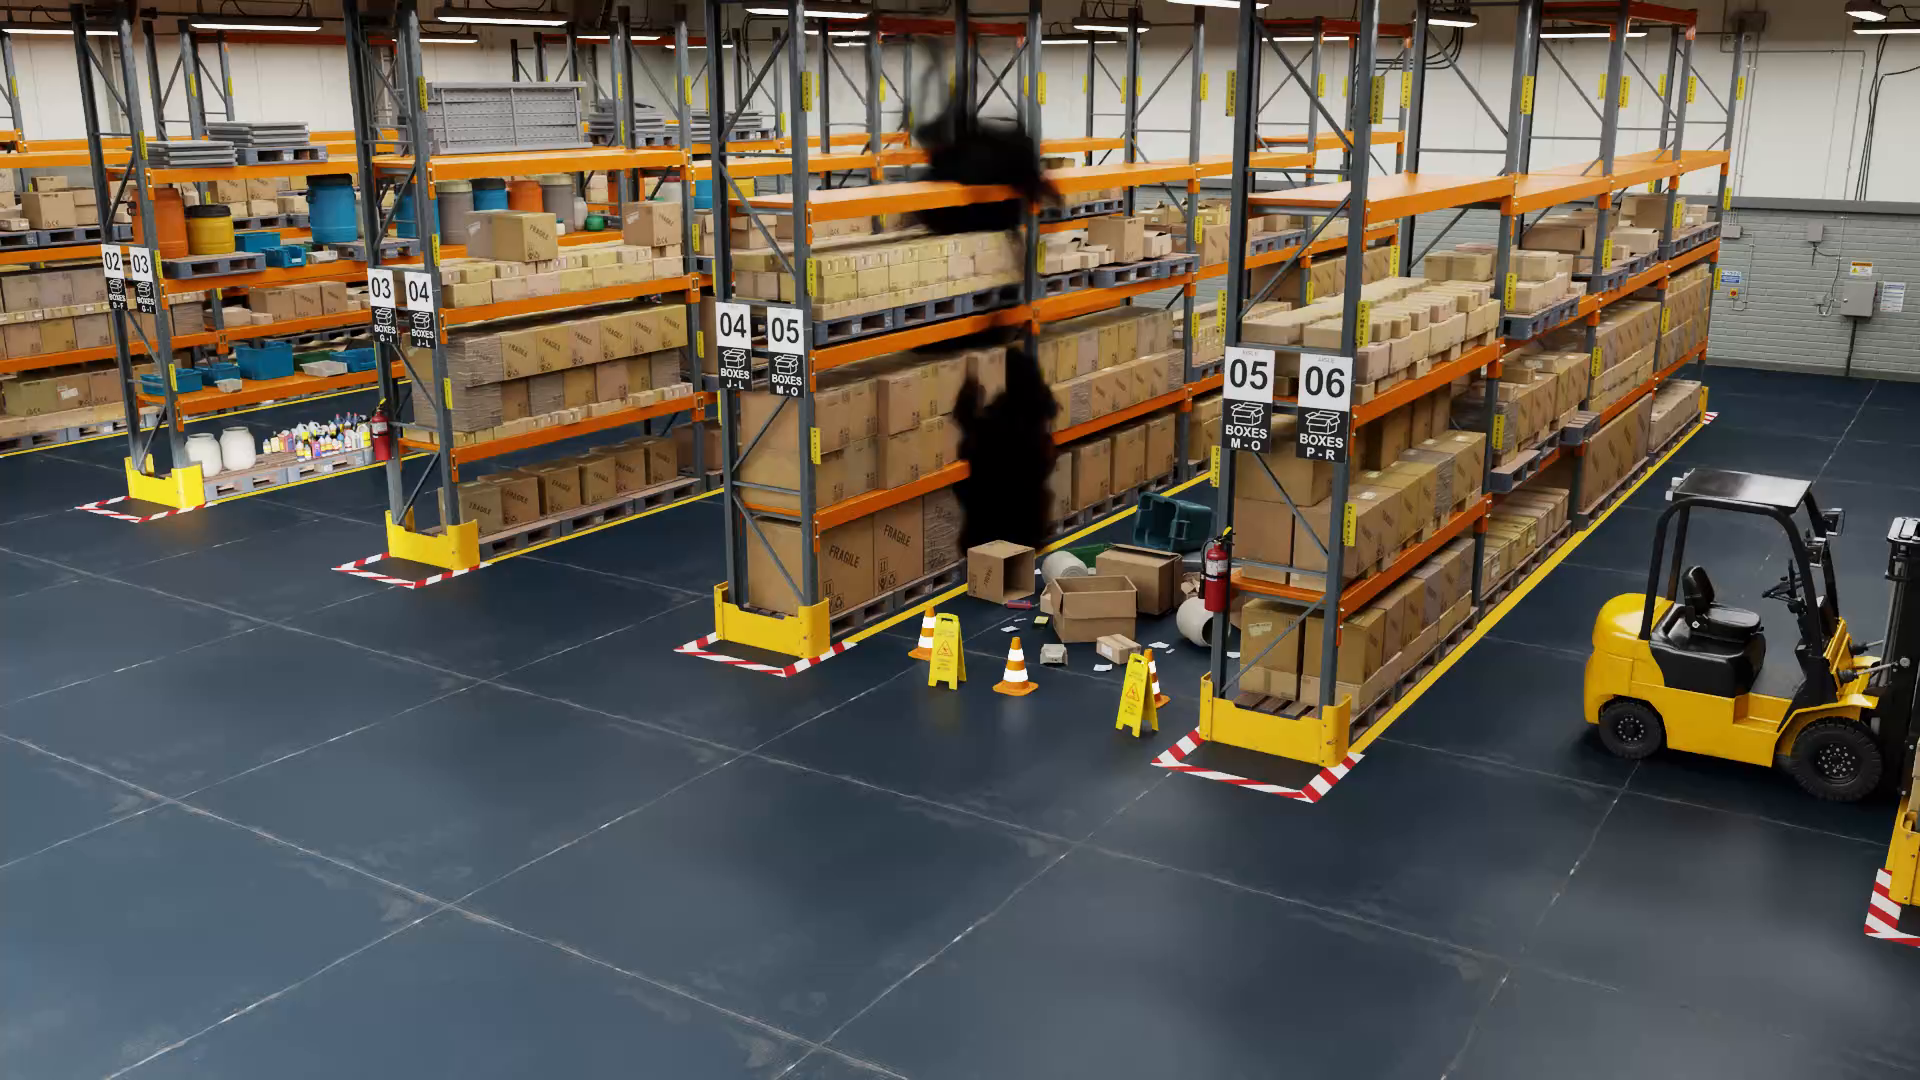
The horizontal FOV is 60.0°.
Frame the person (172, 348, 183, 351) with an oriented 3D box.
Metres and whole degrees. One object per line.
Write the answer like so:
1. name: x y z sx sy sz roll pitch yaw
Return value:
1. person: -13.046 -3.152 27.576 0.519 1.582 0.615 8 18 28
